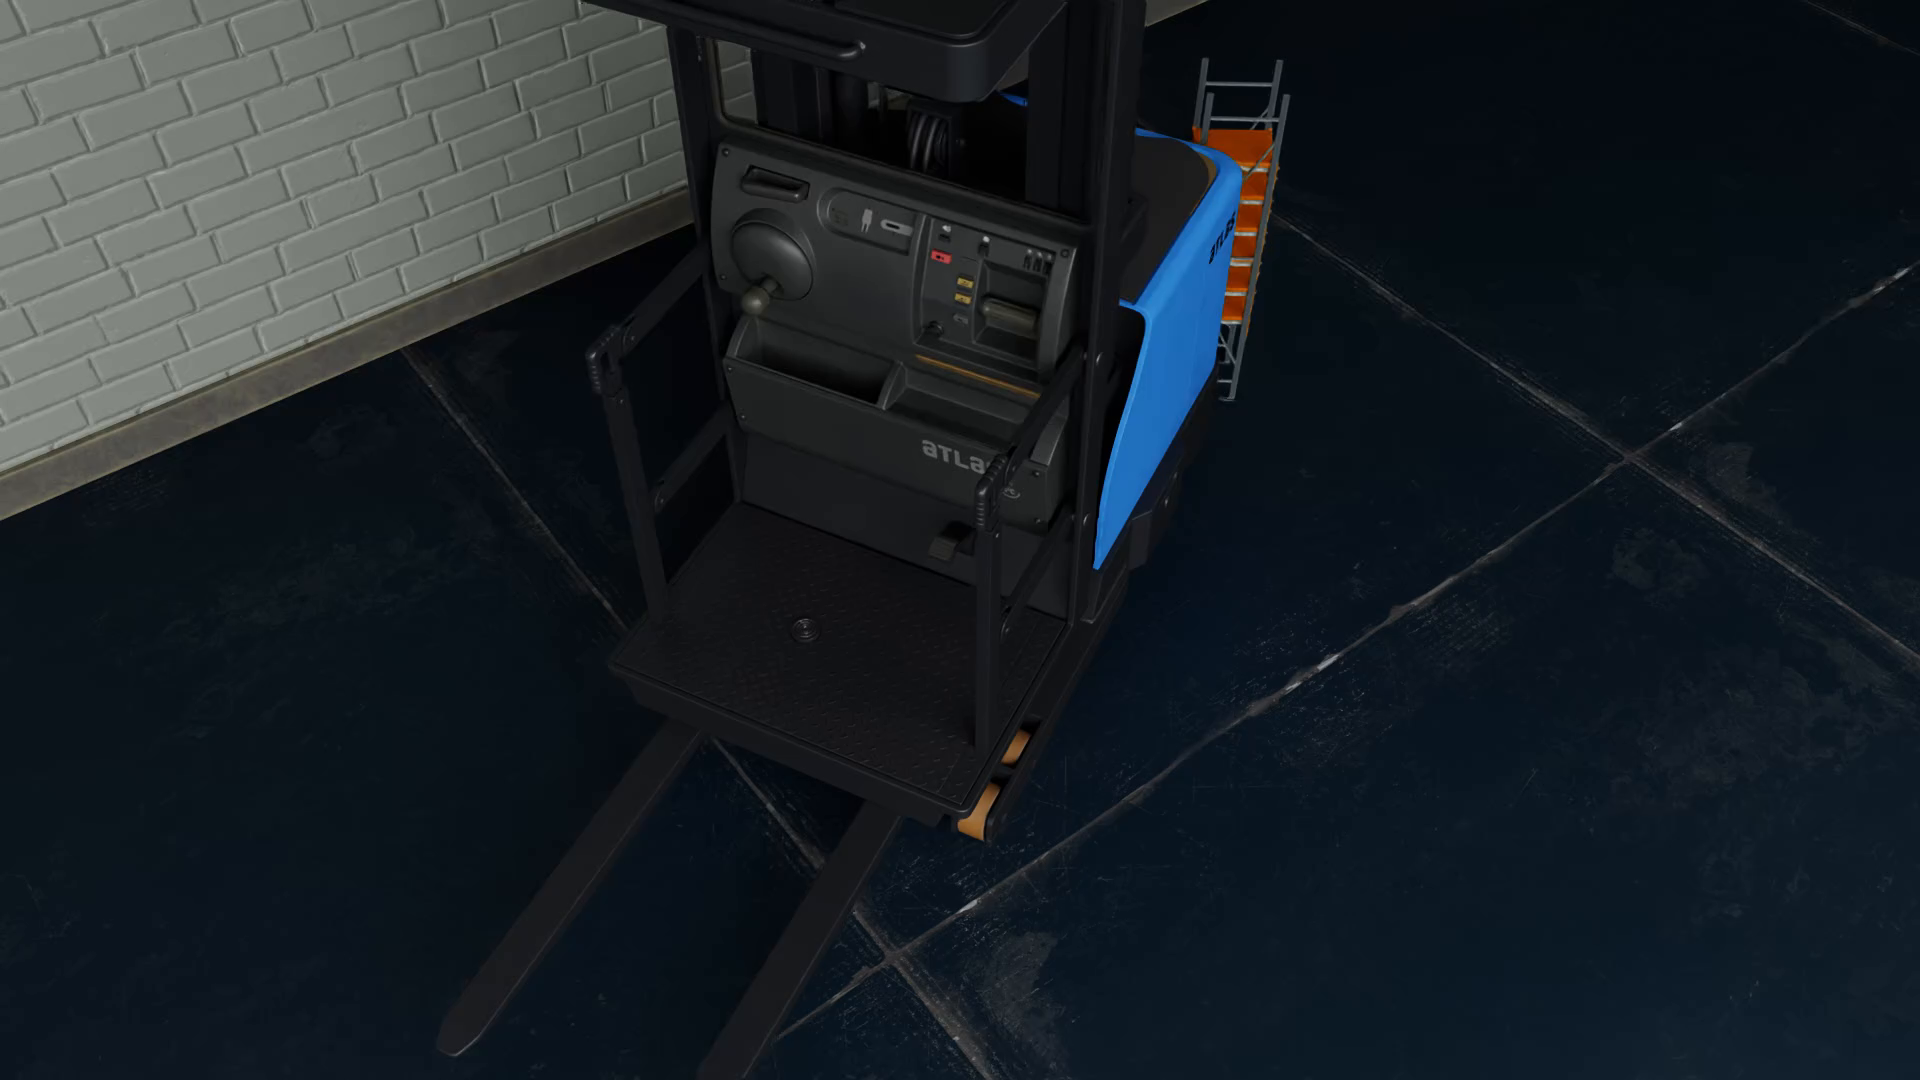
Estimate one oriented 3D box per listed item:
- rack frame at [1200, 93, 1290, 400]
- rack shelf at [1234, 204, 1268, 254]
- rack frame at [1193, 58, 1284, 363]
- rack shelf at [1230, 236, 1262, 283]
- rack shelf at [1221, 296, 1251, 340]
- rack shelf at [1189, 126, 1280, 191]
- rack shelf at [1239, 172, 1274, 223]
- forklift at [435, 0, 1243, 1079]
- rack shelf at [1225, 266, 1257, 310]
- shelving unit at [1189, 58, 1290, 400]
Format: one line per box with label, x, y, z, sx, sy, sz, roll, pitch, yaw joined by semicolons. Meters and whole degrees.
rack frame;0.825;-0.885;5.240;0.240;1.200;0.006;1;48;0
rack shelf;0.828;-1.004;5.245;0.258;0.103;0.180;1;48;0
rack frame;0.829;-1.021;5.362;0.240;1.200;0.006;1;48;0
rack shelf;0.826;-0.924;5.334;0.258;0.103;0.180;1;48;0
rack shelf;0.824;-0.764;5.513;0.258;0.103;0.180;1;48;0
rack shelf;0.831;-1.164;5.066;0.258;0.103;0.180;1;48;0
rack shelf;0.829;-1.084;5.156;0.258;0.103;0.180;1;48;0
forklift;-0.264;-0.553;3.773;1.130;2.935;3.031;20;51;17
rack shelf;0.825;-0.844;5.424;0.258;0.103;0.180;1;48;0
shelving unit;0.827;-0.953;5.301;0.258;1.200;0.189;1;48;0
